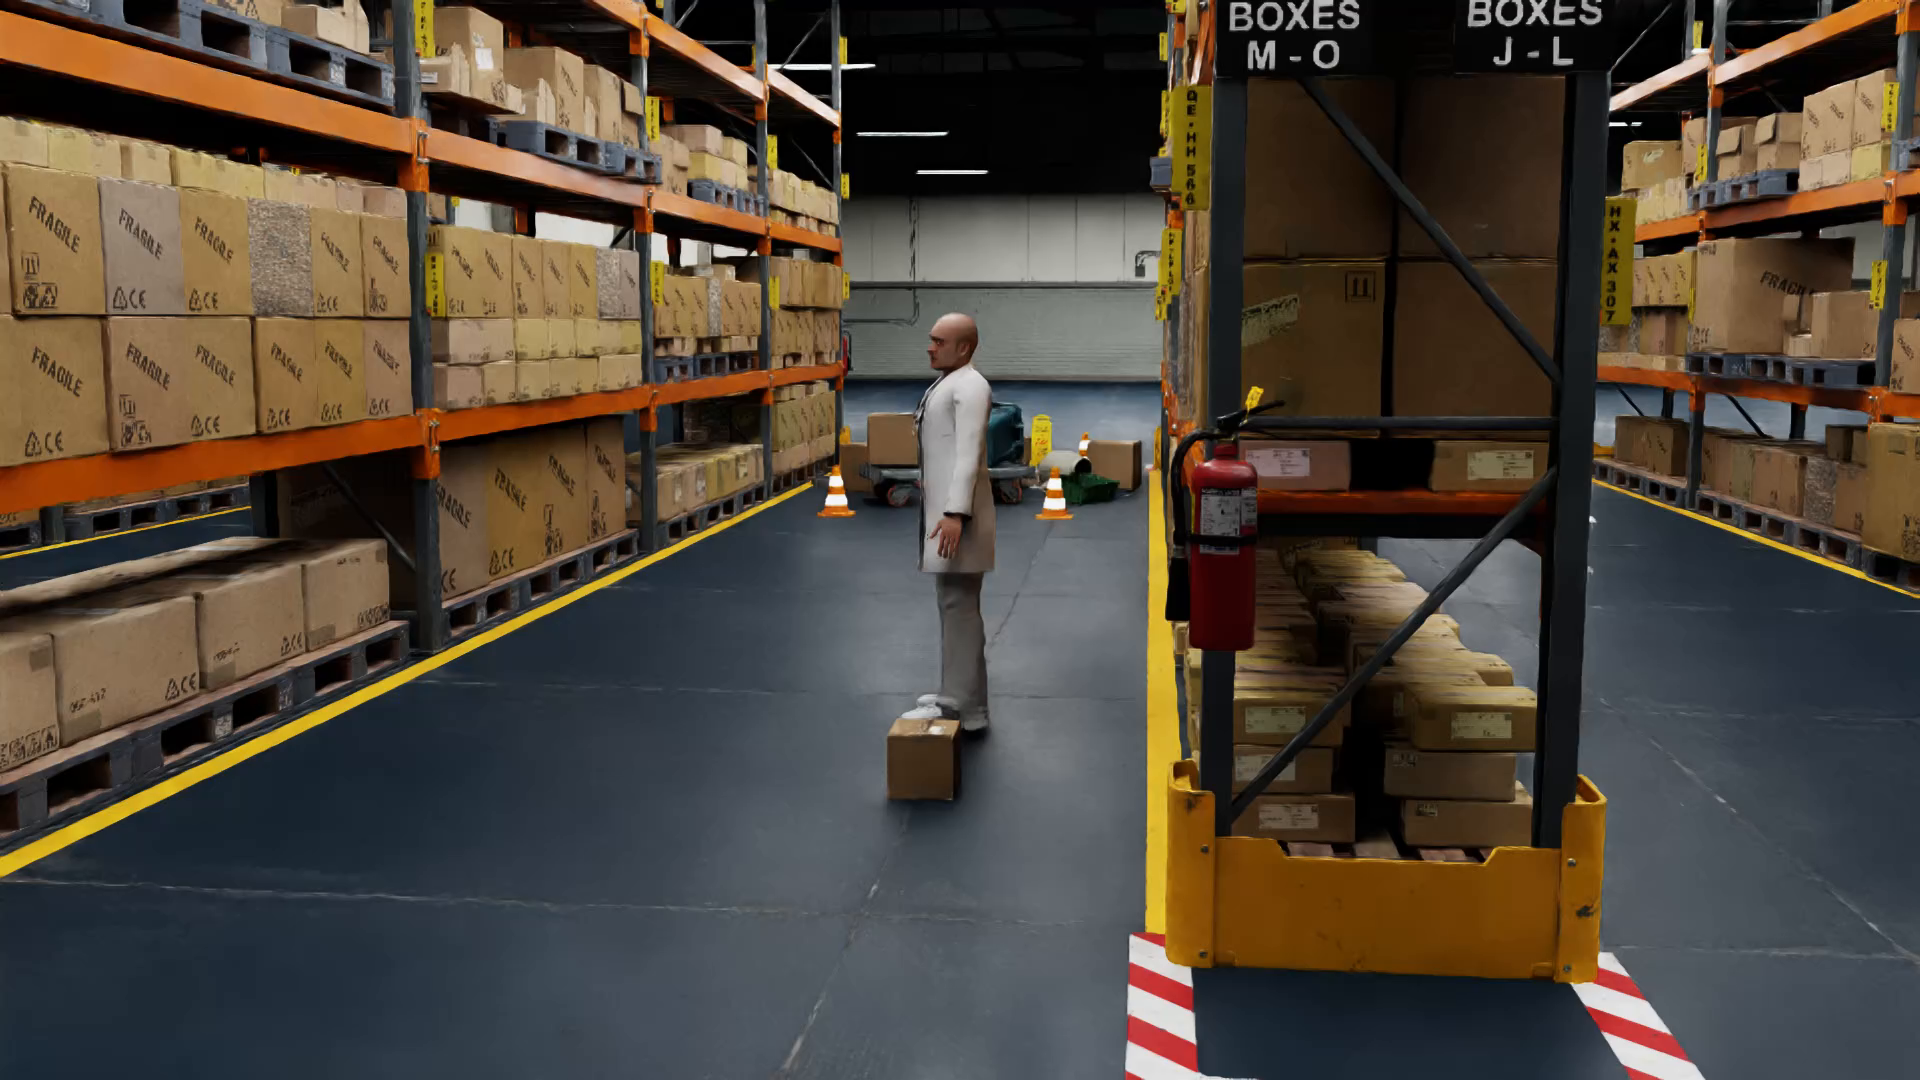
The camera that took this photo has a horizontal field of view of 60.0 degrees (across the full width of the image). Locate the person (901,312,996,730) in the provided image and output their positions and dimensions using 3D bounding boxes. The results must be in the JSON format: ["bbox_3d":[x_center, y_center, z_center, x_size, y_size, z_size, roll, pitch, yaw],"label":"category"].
[{"bbox_3d":[-0.061,-0.075,7.176,0.431,1.792,0.695,-1,8,-10],"label":"person"}]
